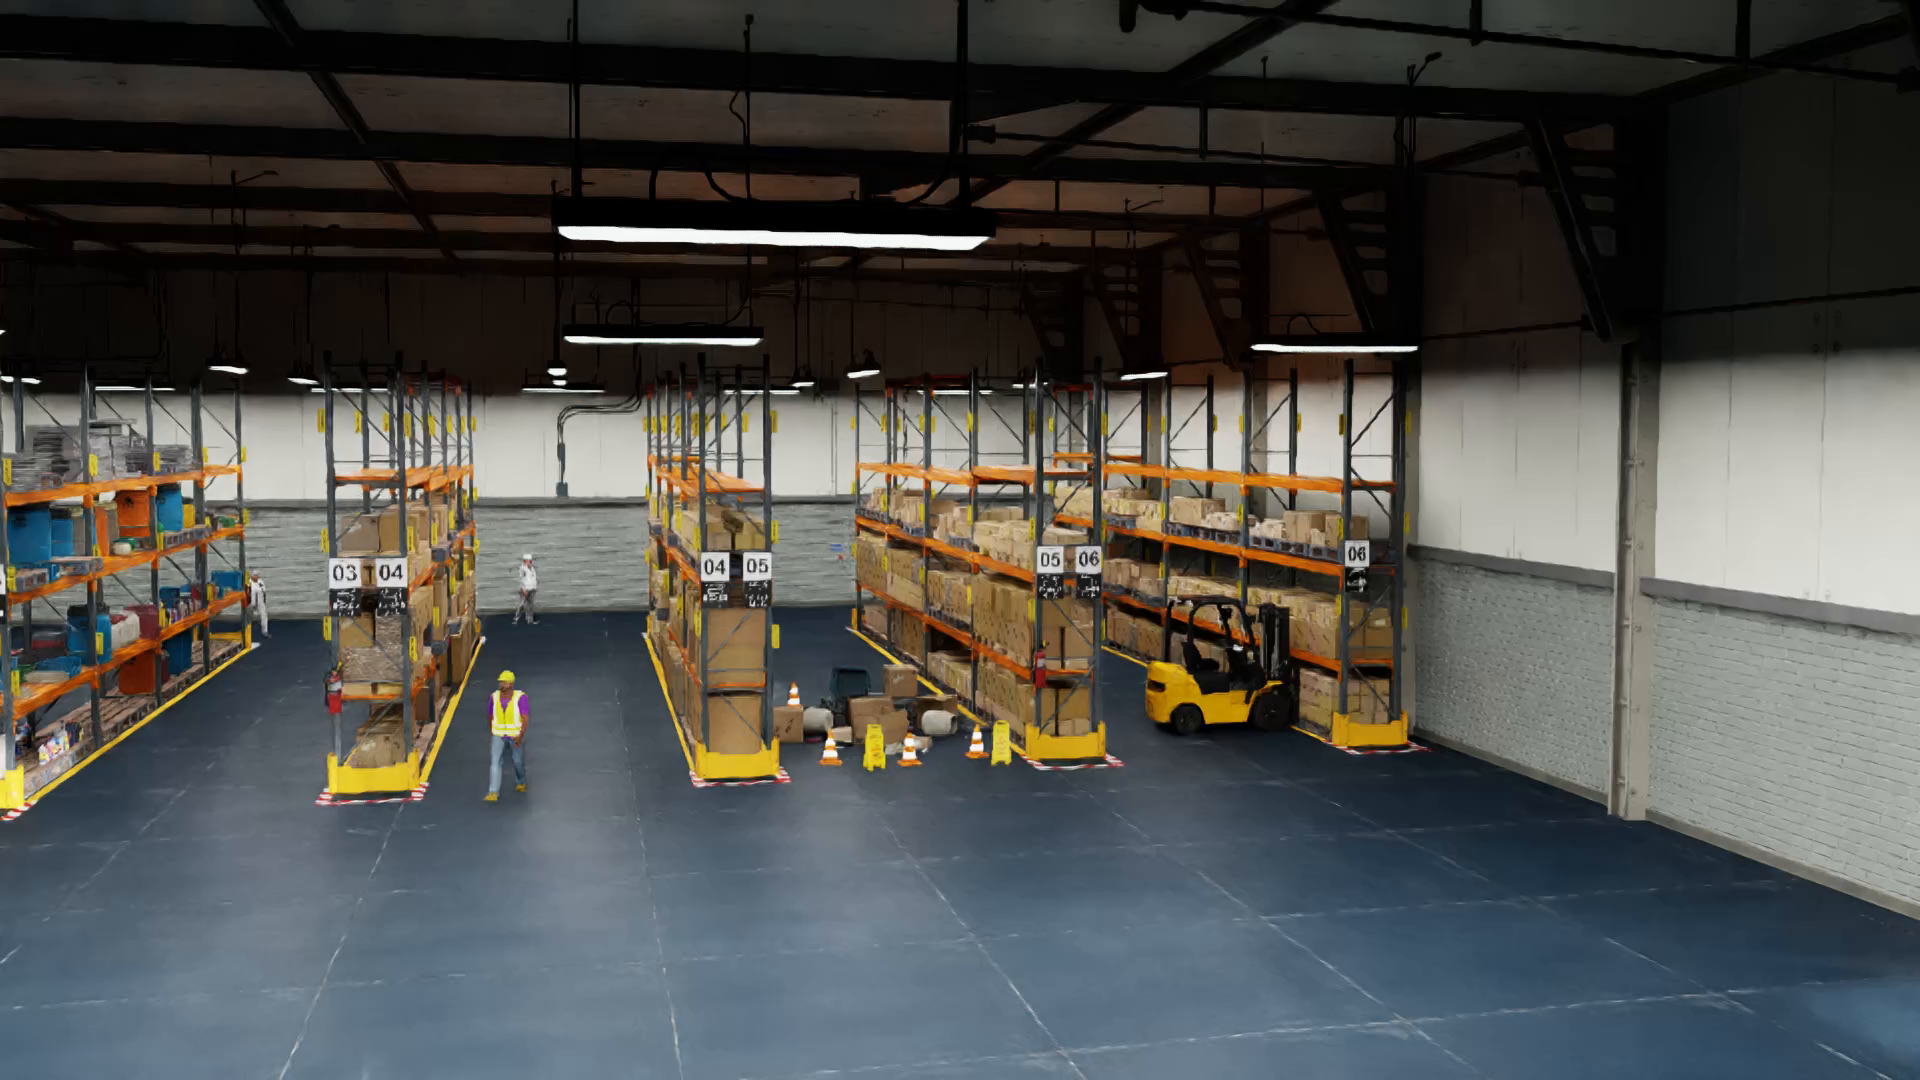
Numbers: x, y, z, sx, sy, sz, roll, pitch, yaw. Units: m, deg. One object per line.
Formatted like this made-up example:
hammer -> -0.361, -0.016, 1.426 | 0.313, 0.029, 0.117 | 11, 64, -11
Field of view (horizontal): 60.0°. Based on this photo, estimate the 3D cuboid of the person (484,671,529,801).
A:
person -> -6.043, 2.592, 22.253 | 0.571, 1.705, 1.043 | 0, 4, -4

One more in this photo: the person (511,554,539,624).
person -> -10.924, 1.226, 41.655 | 0.469, 1.771, 0.694 | 2, 4, 26

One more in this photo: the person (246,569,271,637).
person -> -16.602, 1.480, 39.146 | 0.523, 1.612, 0.941 | -3, 5, -36
